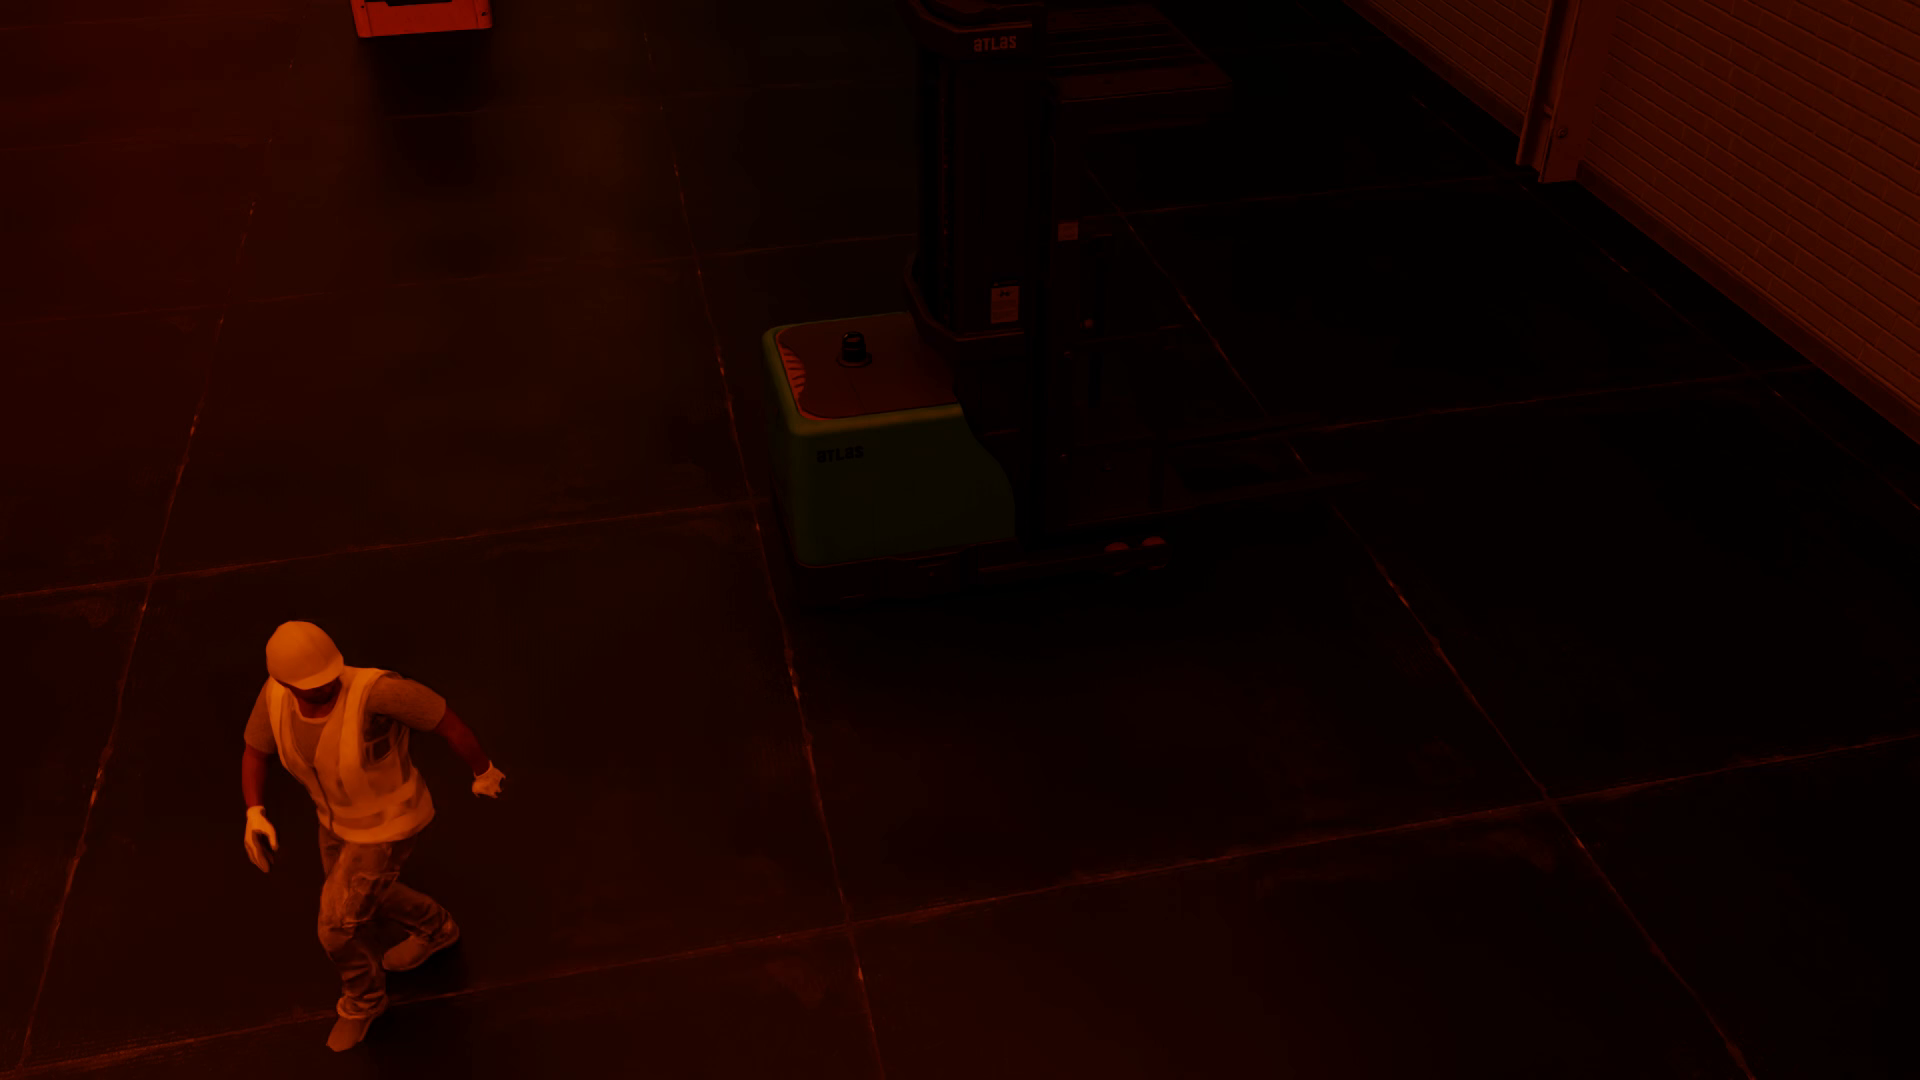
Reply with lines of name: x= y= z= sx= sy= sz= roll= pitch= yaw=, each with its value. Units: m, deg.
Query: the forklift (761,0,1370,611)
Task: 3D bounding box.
forklift: x=0.581 y=-1.304 z=7.862 sx=3.031 sy=2.935 sz=1.130 roll=-8 pitch=37 yaw=-11

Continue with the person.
person: x=-2.074 y=0.966 z=5.797 sx=0.629 sy=1.776 sz=0.844 roll=26 pitch=43 yaw=31
